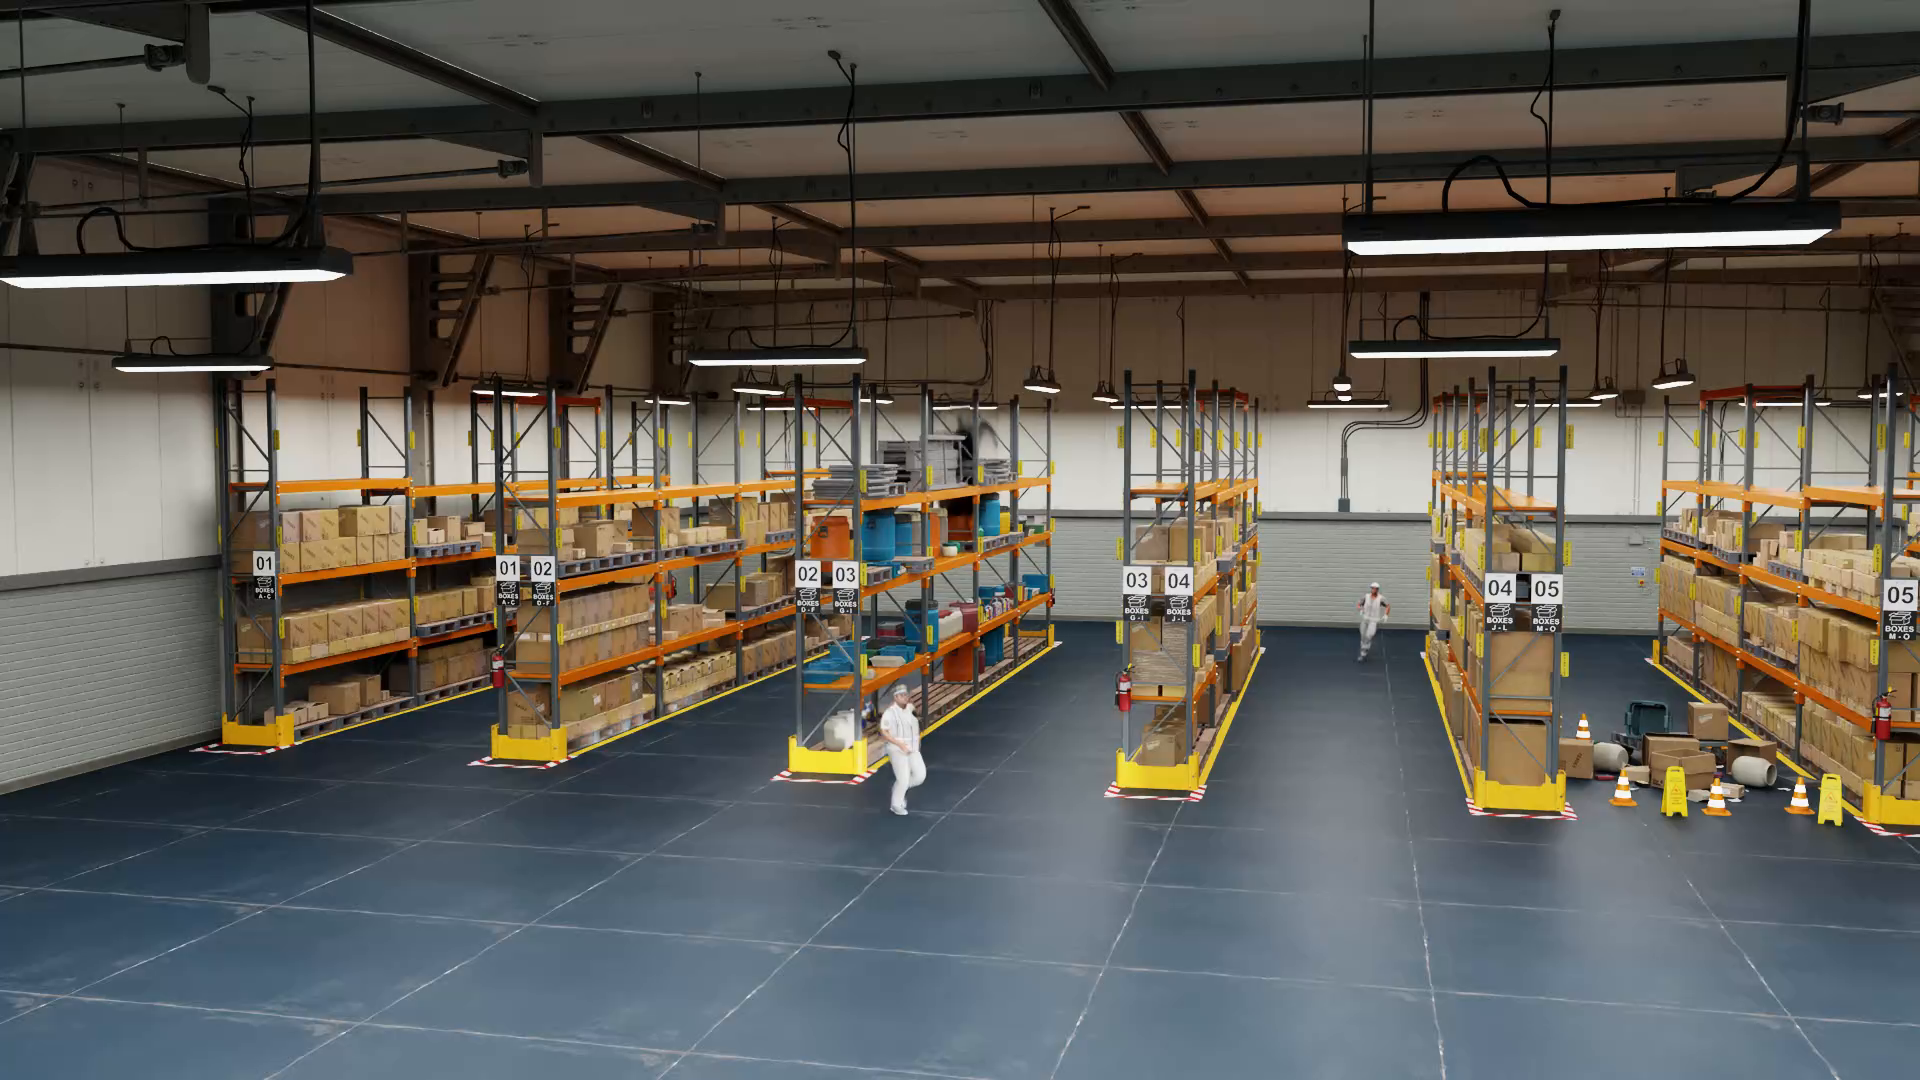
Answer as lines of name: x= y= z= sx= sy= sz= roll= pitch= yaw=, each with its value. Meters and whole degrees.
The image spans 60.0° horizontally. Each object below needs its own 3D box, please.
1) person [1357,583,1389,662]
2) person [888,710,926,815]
person: x=9.300 y=1.842 z=37.678 sx=0.707 sy=1.770 sz=0.969 roll=2 pitch=4 yaw=29
person: x=-0.730 y=2.977 z=22.304 sx=0.443 sy=1.388 sz=0.530 roll=-3 pitch=5 yaw=-42
